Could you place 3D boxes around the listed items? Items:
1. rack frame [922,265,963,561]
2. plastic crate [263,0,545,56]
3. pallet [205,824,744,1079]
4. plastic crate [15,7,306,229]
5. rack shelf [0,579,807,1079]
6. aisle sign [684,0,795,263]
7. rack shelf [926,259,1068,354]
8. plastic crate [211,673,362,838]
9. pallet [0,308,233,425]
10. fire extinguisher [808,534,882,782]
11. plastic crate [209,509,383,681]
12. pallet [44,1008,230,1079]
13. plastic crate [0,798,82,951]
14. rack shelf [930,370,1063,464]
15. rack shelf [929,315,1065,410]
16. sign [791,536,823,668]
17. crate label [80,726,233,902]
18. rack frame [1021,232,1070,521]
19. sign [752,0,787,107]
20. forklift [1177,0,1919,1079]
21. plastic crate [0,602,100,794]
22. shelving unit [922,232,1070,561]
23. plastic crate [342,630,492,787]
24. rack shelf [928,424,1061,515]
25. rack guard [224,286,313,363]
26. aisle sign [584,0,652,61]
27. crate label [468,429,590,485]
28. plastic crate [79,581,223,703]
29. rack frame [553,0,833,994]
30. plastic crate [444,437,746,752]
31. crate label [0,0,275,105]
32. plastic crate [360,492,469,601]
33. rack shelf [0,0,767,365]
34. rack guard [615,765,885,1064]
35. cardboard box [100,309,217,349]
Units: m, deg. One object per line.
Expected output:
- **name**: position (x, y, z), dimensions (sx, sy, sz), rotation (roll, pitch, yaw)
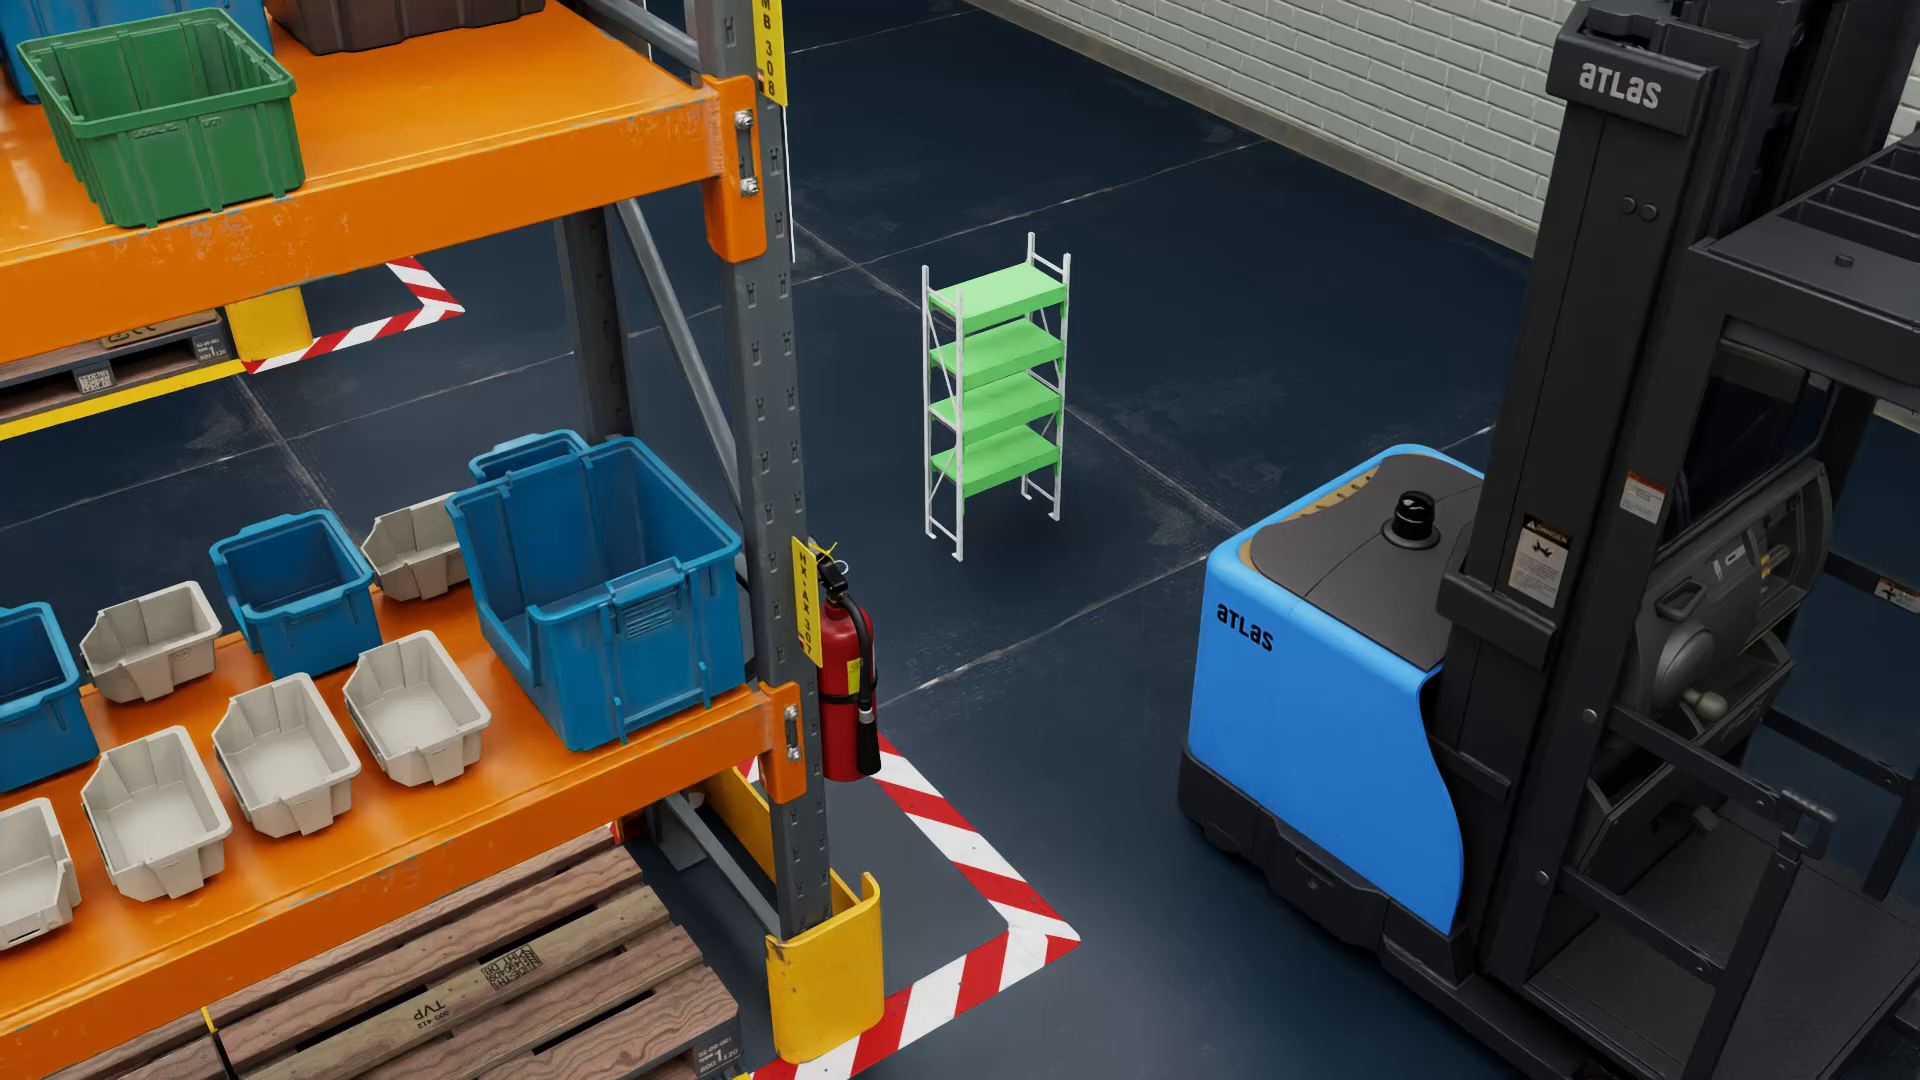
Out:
- **rack frame**: position (-0.064, -0.461, 6.363), dimensions (0.015, 1.200, 0.240), rotation (-22, 41, -28)
- **plastic crate**: position (-1.158, -1.213, 3.411), dimensions (0.590, 0.269, 0.497), rotation (-22, 41, -28)
- **pallet**: position (-1.379, 1.346, 4.698), dimensions (1.213, 0.211, 1.003), rotation (-22, 41, -28)
- **plastic crate**: position (-1.324, -0.709, 2.779), dimensions (0.336, 0.188, 0.450), rotation (-22, 41, -28)
- **rack shelf**: position (-2.317, 0.920, 3.518), dimensions (4.000, 0.370, 1.077), rotation (-22, 41, -28)
- **aisle sign**: position (-0.455, -0.985, 3.324), dimensions (0.004, 0.787, 0.394), rotation (-22, 41, -28)
- **rack shelf**: position (0.135, -0.881, 6.234), dimensions (0.480, 0.148, 0.258), rotation (-22, 41, -28)
- **plastic crate**: position (-1.490, 0.489, 3.676), dimensions (0.243, 0.136, 0.396), rotation (-22, 41, -28)
- **pallet**: position (-4.246, -0.984, 7.938), dimensions (1.213, 0.211, 1.003), rotation (-22, 41, -28)
- **fire extinguisher**: position (-0.298, 0.304, 4.144), dimensions (0.183, 0.674, 0.296), rotation (-22, 41, -28)
- **plastic crate**: position (-1.612, 0.146, 4.070), dimensions (0.300, 0.233, 0.416), rotation (-22, 41, -28)
- **pallet**: position (-2.375, 1.754, 4.131), dimensions (1.213, 0.211, 1.003), rotation (-22, 41, -28)
- **plastic crate**: position (-1.935, 0.703, 3.378), dimensions (0.250, 0.136, 0.298), rotation (-22, 41, -28)
- **rack shelf**: position (0.135, -0.491, 6.514), dimensions (0.480, 0.148, 0.258), rotation (-22, 41, -28)
- **rack shelf**: position (0.135, -0.686, 6.374), dimensions (0.480, 0.148, 0.258), rotation (-22, 41, -28)
- **sign**: position (-0.352, 0.146, 3.839), dimensions (0.005, 0.325, 0.100), rotation (-22, 41, -28)
- **crate label**: position (-1.704, 0.594, 3.529), dimensions (0.243, 0.136, 0.396), rotation (-22, 41, -28)
- **rack frame**: position (0.335, -0.625, 6.591), dimensions (0.015, 1.200, 0.240), rotation (-22, 41, -28)
- **sign**: position (-0.352, -0.963, 3.041), dimensions (0.005, 0.325, 0.100), rotation (-22, 41, -28)
- **forklift**: position (2.053, 0.182, 3.987), dimensions (1.130, 2.935, 3.031), rotation (-27, 44, -32)
- **plastic crate**: position (-2.150, 0.367, 3.762), dimensions (0.300, 0.233, 0.416), rotation (-22, 41, -28)
- **shelving unit**: position (0.135, -0.543, 6.477), dimensions (0.503, 1.200, 0.258), rotation (-22, 41, -28)
- **plastic crate**: position (-1.245, 0.398, 3.802), dimensions (0.243, 0.136, 0.396), rotation (-22, 41, -28)
- **rack shelf**: position (0.135, -0.296, 6.655), dimensions (0.480, 0.148, 0.258), rotation (-22, 41, -28)
- **rack guard**: position (-3.595, -1.370, 8.227), dimensions (0.348, 0.500, 1.175), rotation (-22, 41, -28)
- **aisle sign**: position (-0.795, -1.266, 3.715), dimensions (0.004, 0.787, 0.394), rotation (-22, 41, -28)
- **crate label**: position (-1.074, -0.076, 4.378), dimensions (0.303, 0.233, 0.416), rotation (-22, 41, -28)
- **plastic crate**: position (-1.938, 0.260, 3.994), dimensions (0.298, 0.136, 0.250), rotation (-22, 41, -28)
- **rack frame**: position (-0.683, -0.045, 4.244), dimensions (0.127, 3.000, 1.000), rotation (-22, 41, -28)
- **plastic crate**: position (-0.849, 0.118, 3.935), dimensions (0.499, 0.435, 0.616), rotation (-22, 41, -28)
- **crate label**: position (-1.623, -1.046, 3.194), dimensions (0.502, 0.251, 0.408), rotation (-22, 41, -28)
- **plastic crate**: position (-1.384, 0.032, 4.311), dimensions (0.298, 0.136, 0.250), rotation (-22, 41, -28)
- **rack shelf**: position (-2.317, -0.298, 2.643), dimensions (4.000, 0.370, 1.077), rotation (-22, 41, -28)
- **rack guard**: position (-0.670, 0.955, 4.993), dimensions (0.348, 0.500, 1.175), rotation (-22, 41, -28)
- **cardboard box**: position (-3.836, -1.274, 7.716), dimensions (0.500, 0.500, 0.500), rotation (-22, 41, -28)
